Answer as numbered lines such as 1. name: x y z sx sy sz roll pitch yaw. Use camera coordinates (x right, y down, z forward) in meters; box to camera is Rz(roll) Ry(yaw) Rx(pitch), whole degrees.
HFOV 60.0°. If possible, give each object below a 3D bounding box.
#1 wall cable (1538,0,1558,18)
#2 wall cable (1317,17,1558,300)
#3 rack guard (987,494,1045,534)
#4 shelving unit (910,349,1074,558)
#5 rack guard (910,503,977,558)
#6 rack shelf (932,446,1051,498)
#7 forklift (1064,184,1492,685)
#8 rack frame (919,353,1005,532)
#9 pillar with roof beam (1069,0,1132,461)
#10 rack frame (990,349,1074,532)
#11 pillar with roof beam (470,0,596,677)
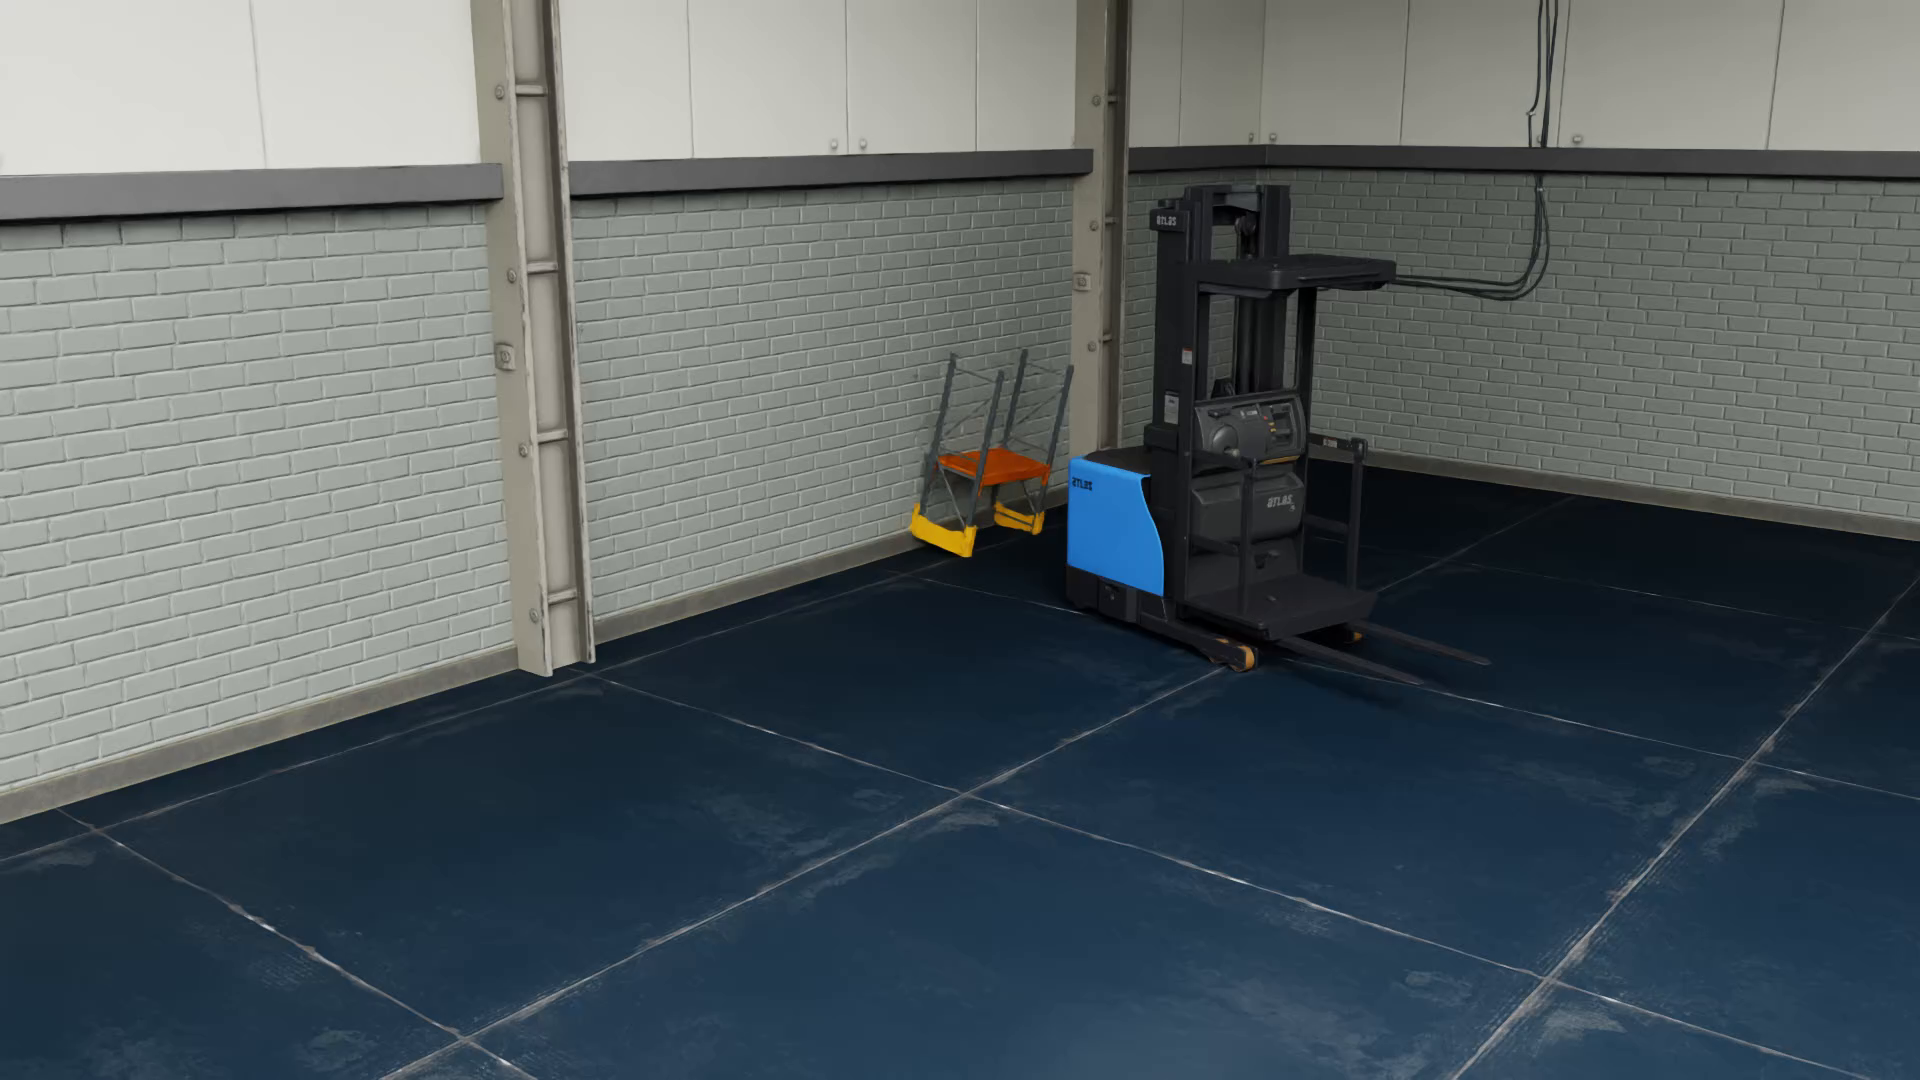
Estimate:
1. wall cable: 6.200 -5.607 13.469 3.097 2.526 0.112 11 18 38
2. wall cable: 4.096 -3.578 15.738 3.097 2.526 0.112 11 18 38
3. rack guard: 0.436 -0.202 13.962 0.587 0.250 0.087 22 20 31
4. shelving unit: 0.275 -0.725 13.379 0.587 1.500 1.083 22 20 31
5. rack guard: -0.136 -0.077 13.156 0.587 0.250 0.087 22 20 31
6. rack shelf: 0.244 -0.557 13.438 0.538 0.185 1.000 22 20 31
7. forklift: 2.001 -0.732 10.550 1.130 2.935 3.031 -10 17 -34
8. rack frame: -0.012 -0.662 12.975 0.500 1.500 0.032 22 20 31
9. pillar with roof beam: 4.564 -4.057 11.318 9.100 9.000 0.400 11 18 38
10. rack frame: 0.572 -0.790 13.797 0.500 1.500 0.032 22 20 31
11. pillar with roof beam: 0.793 -2.908 6.795 9.100 9.000 0.400 11 18 38
